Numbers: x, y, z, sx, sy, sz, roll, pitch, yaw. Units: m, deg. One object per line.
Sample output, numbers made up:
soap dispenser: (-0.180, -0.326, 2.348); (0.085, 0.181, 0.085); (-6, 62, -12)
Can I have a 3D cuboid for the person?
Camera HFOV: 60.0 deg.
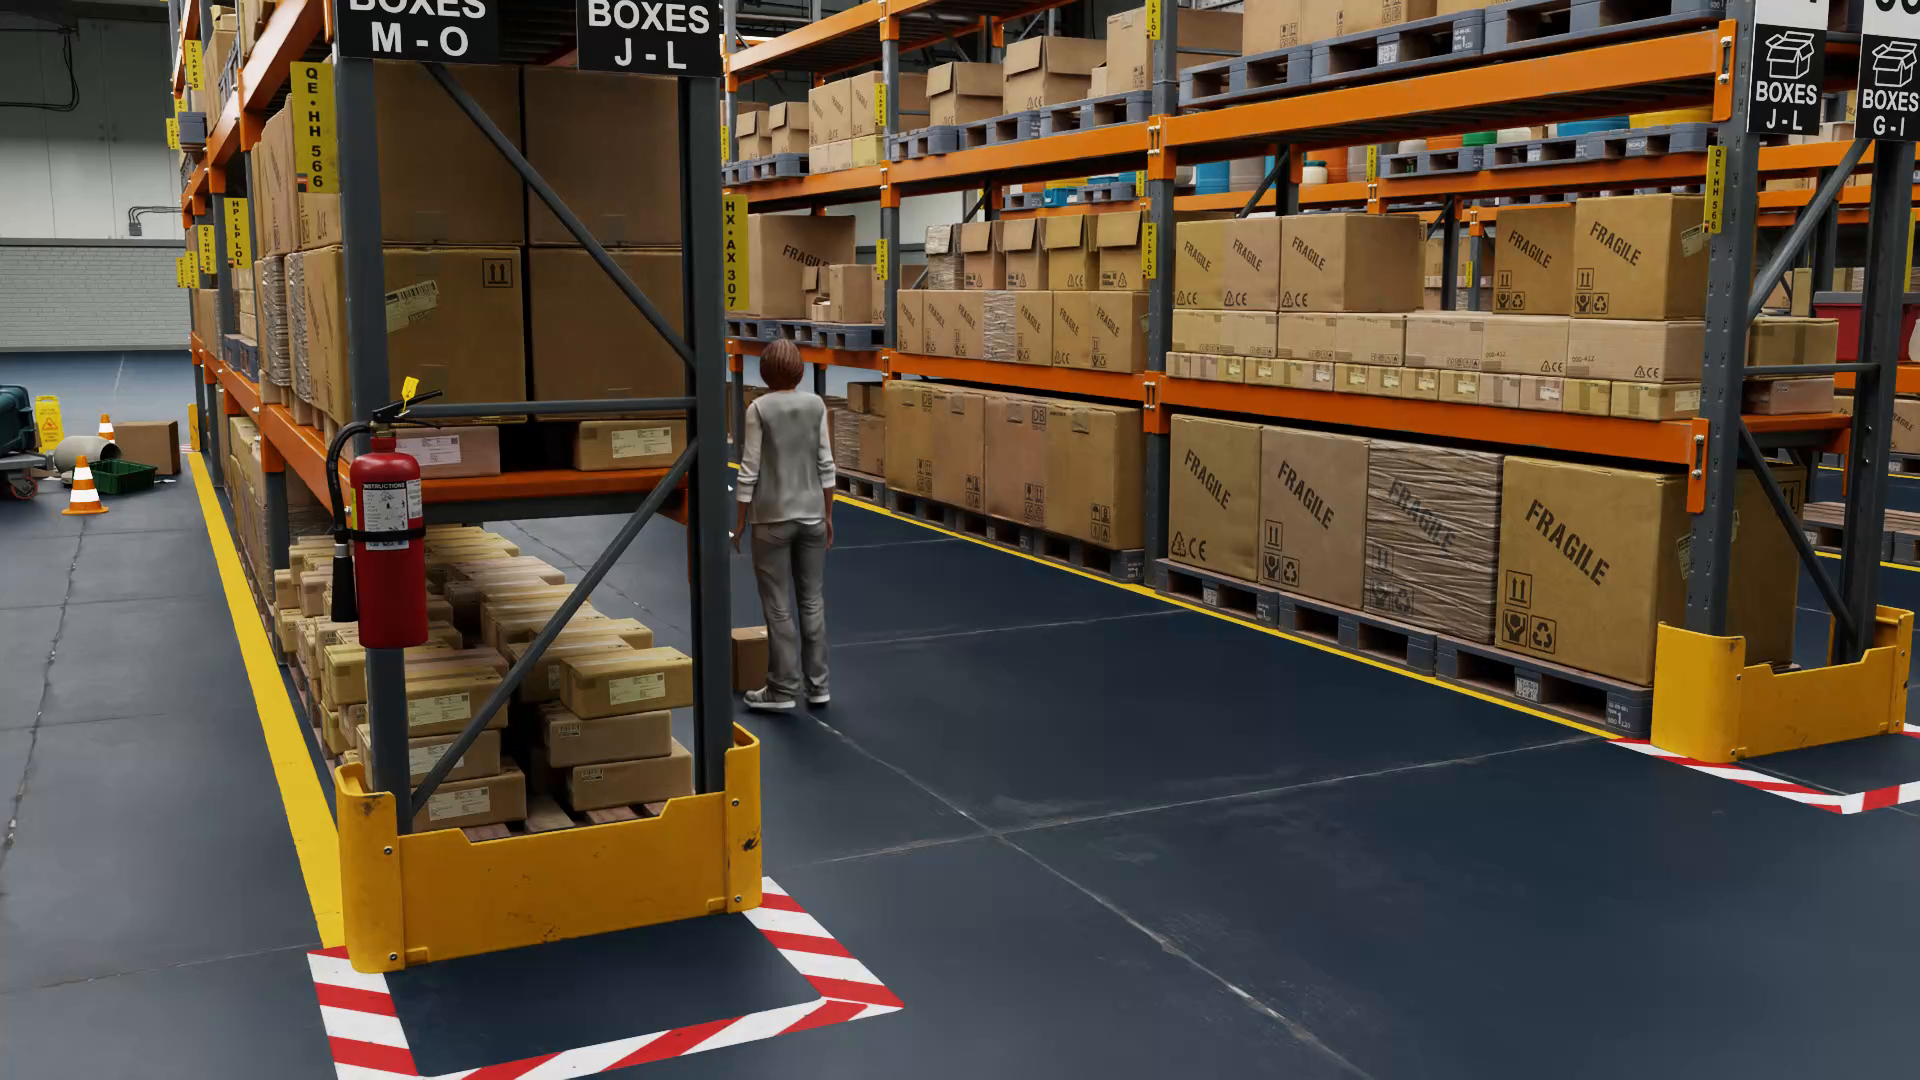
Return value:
person: (-0.751, -0.065, 7.188); (0.430, 1.601, 0.311); (-6, 10, -32)
